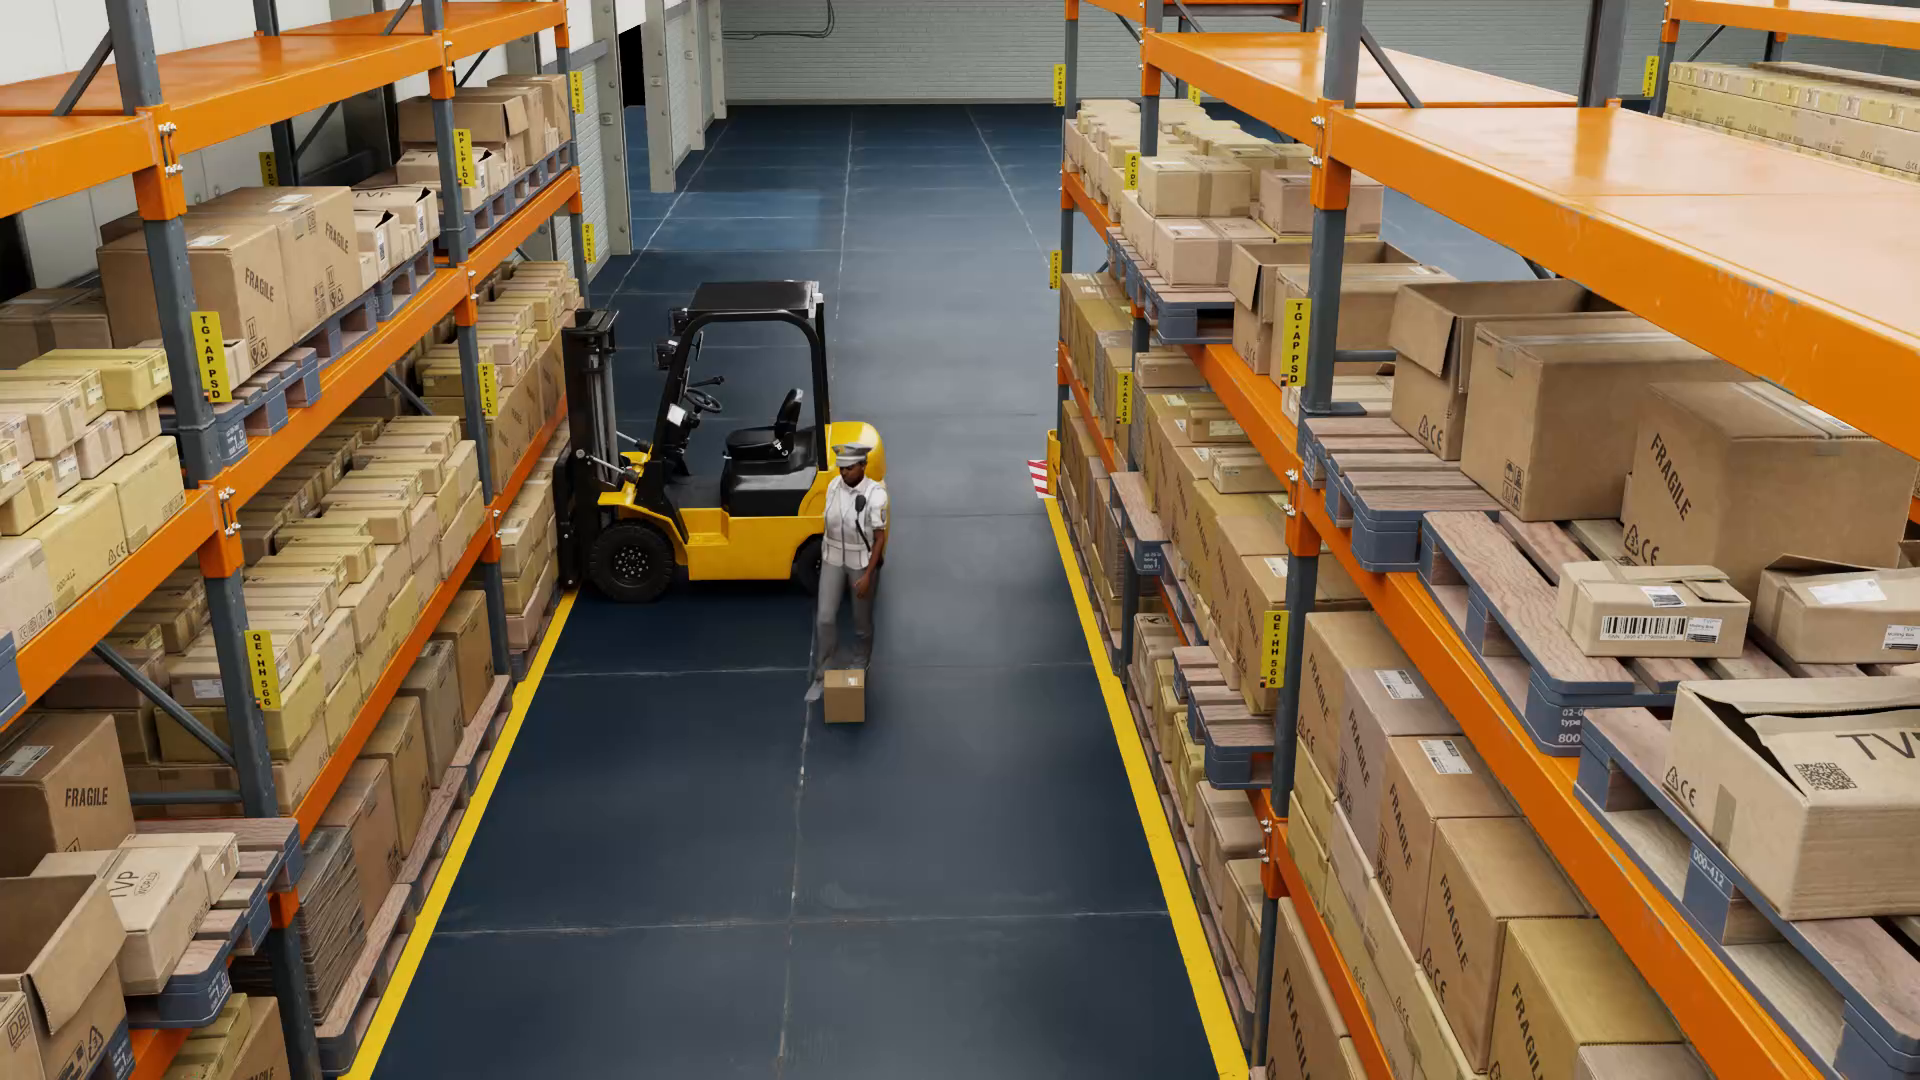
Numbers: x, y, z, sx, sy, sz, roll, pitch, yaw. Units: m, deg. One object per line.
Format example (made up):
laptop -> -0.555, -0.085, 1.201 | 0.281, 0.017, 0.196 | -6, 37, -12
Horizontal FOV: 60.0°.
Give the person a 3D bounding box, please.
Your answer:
person -> -0.703, 0.200, 10.576 | 0.500, 1.734, 0.582 | 6, 21, 16
